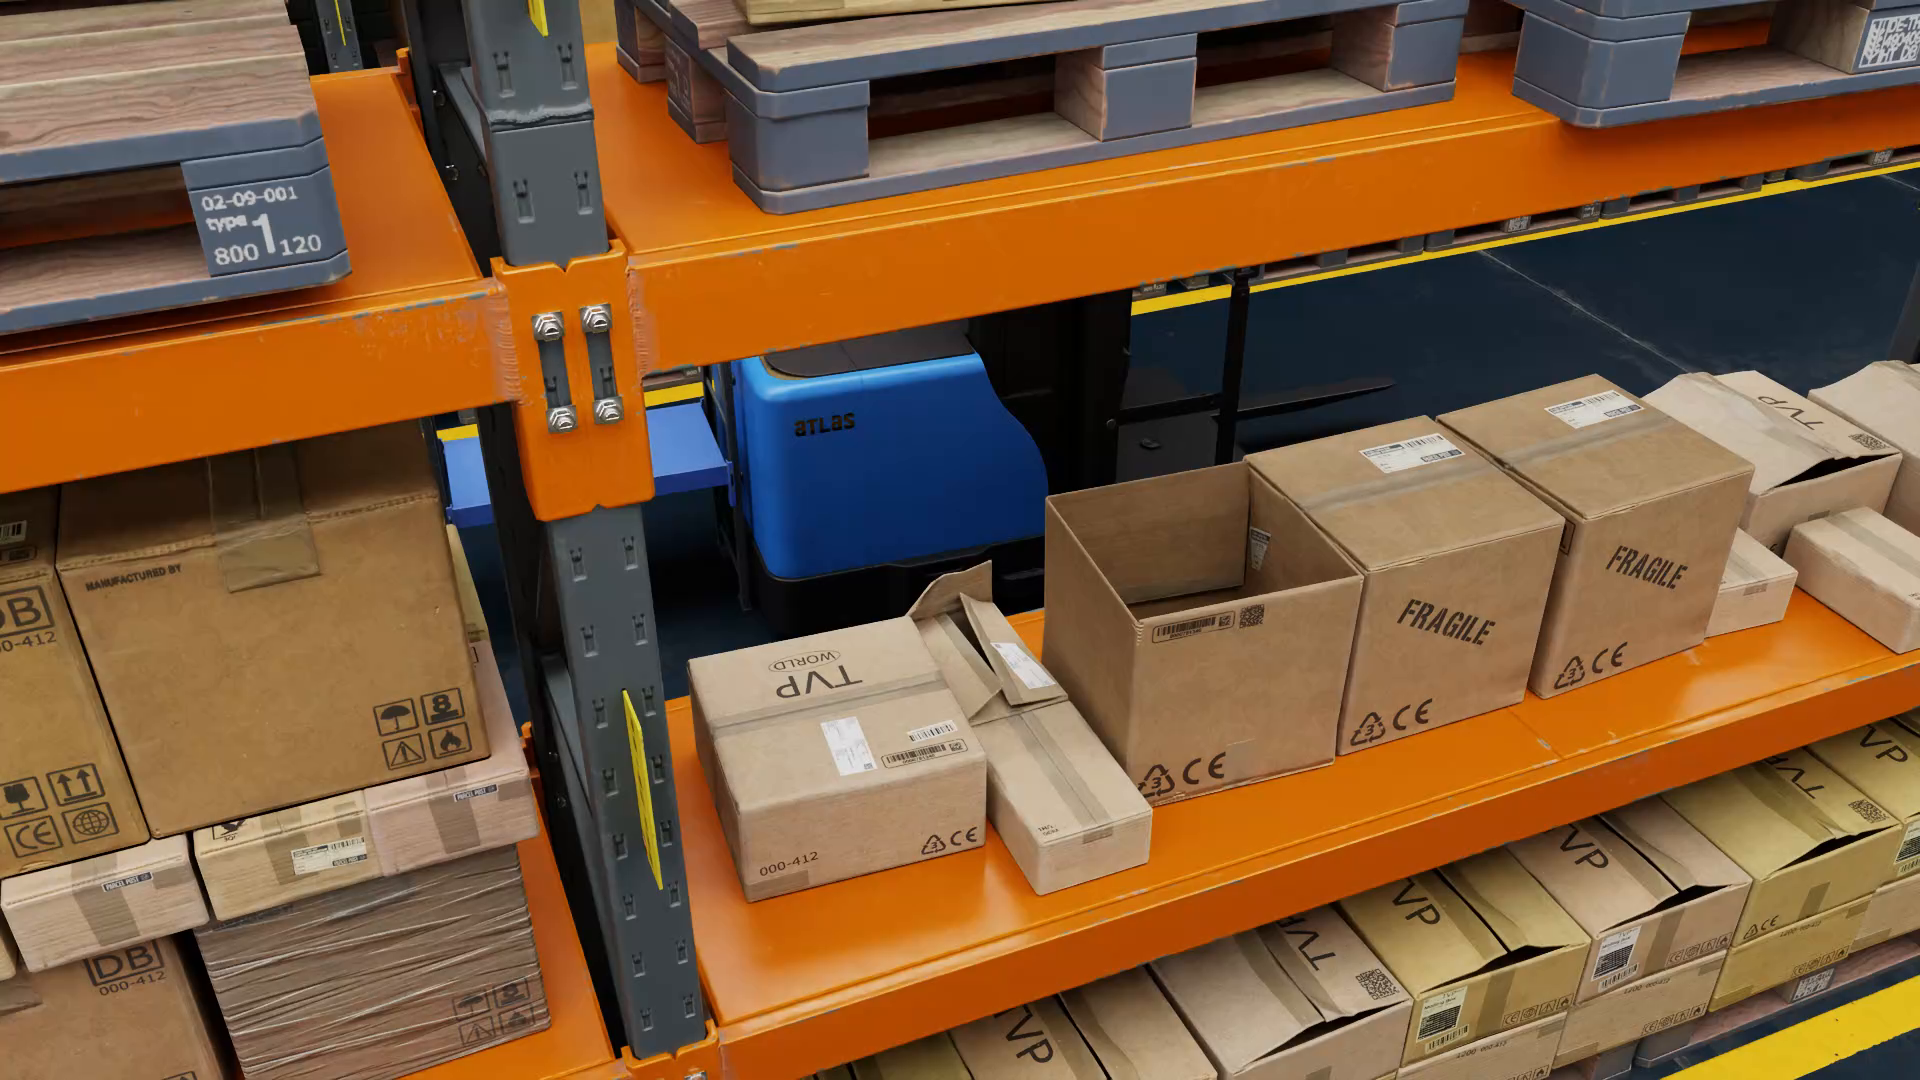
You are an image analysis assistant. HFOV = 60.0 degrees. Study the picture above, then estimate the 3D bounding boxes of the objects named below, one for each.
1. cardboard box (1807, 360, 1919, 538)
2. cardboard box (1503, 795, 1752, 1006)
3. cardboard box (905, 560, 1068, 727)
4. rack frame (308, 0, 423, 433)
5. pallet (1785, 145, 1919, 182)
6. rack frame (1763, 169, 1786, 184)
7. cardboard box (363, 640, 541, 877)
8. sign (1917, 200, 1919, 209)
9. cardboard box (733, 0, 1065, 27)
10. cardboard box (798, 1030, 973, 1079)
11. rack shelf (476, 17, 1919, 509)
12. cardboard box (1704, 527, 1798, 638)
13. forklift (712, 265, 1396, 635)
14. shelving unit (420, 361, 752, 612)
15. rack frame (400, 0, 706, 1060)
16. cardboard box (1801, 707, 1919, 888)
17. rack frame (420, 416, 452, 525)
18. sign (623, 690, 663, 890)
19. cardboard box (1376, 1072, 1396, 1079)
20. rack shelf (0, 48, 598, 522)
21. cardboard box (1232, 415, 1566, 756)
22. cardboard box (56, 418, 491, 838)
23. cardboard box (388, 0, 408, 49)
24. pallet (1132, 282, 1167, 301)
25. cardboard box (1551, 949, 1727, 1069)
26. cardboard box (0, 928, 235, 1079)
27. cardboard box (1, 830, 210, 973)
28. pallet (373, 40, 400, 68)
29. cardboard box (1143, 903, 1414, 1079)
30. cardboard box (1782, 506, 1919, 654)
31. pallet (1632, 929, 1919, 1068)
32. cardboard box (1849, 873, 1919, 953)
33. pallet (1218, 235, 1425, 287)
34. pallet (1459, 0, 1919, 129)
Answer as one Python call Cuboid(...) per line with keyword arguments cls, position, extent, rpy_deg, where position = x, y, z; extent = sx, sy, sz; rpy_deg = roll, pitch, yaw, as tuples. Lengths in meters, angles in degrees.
Cuboid(cls="cardboard box", position=(2.635, -0.250, 4.465), extent=(0.500, 0.311, 0.500), rpy_deg=(-11, 35, -16))
Cuboid(cls="cardboard box", position=(1.657, 0.852, 4.312), extent=(0.500, 0.311, 0.500), rpy_deg=(-13, 35, -19))
Cuboid(cls="cardboard box", position=(0.039, 0.281, 3.691), extent=(0.258, 0.266, 0.396), rpy_deg=(-14, 35, -20))
Cuboid(cls="rack frame", position=(-2.622, -1.988, 7.054), extent=(0.127, 3.000, 1.000), rpy_deg=(-13, 35, -19))
Cuboid(cls="pallet", position=(5.486, -2.629, 10.597), extent=(1.213, 0.211, 1.003), rpy_deg=(-13, 35, -19))
Cuboid(cls="rack frame", position=(4.755, -3.677, 9.650), extent=(0.127, 3.000, 1.000), rpy_deg=(-13, 35, -19))
Cuboid(cls="cardboard box", position=(-0.868, 0.354, 2.769), extent=(0.250, 0.149, 0.380), rpy_deg=(-13, 35, -19))
Cuboid(cls="sign", position=(2.769, -1.065, 4.647), extent=(0.005, 0.325, 0.100), rpy_deg=(-13, 35, -19))
Cuboid(cls="cardboard box", position=(-0.129, -0.993, 2.528), extent=(0.500, 0.250, 0.500), rpy_deg=(-9, 34, -14))
Cuboid(cls="cardboard box", position=(-0.223, 1.282, 3.651), extent=(0.500, 0.311, 0.500), rpy_deg=(-13, 35, -19))
Cuboid(cls="rack shelf", position=(1.144, -0.875, 3.254), extent=(4.000, 0.370, 1.077), rpy_deg=(-13, 35, -19))
Cuboid(cls="cardboard box", position=(1.834, 0.061, 4.136), extent=(0.250, 0.149, 0.380), rpy_deg=(-10, 34, -15))
Cuboid(cls="forklift", position=(0.597, -1.337, 6.117), extent=(3.031, 2.935, 1.130), rpy_deg=(-10, 34, -15))
Cuboid(cls="shelving unit", position=(-1.370, -0.399, 5.988), extent=(1.048, 1.500, 0.538), rpy_deg=(-10, 34, -15))
Cuboid(cls="rack frame", position=(-0.701, 0.503, 3.227), extent=(0.127, 3.000, 1.000), rpy_deg=(-13, 35, -19))
Cuboid(cls="cardboard box", position=(2.600, 0.634, 4.647), extent=(0.500, 0.311, 0.500), rpy_deg=(-12, 35, -18))
Cuboid(cls="rack frame", position=(-1.852, -0.312, 5.854), extent=(0.032, 1.500, 0.500), rpy_deg=(-10, 34, -15))
Cuboid(cls="sign", position=(-0.484, 0.385, 2.541), extent=(0.005, 0.325, 0.100), rpy_deg=(-13, 35, -19))
Cuboid(cls="cardboard box", position=(0.716, 1.300, 4.137), extent=(0.500, 0.250, 0.500), rpy_deg=(-14, 36, -20))
Cuboid(cls="rack shelf", position=(-2.545, -0.031, 1.956), extent=(4.000, 0.370, 1.077), rpy_deg=(-13, 35, -19))
Cuboid(cls="cardboard box", position=(0.961, 0.090, 3.770), extent=(0.500, 0.500, 0.500), rpy_deg=(-13, 35, -19))
Cuboid(cls="cardboard box", position=(-1.107, 0.014, 2.697), extent=(0.500, 0.500, 0.700), rpy_deg=(-13, 35, -19))
Cuboid(cls="cardboard box", position=(-2.139, -2.304, 7.046), extent=(0.500, 0.500, 0.700), rpy_deg=(-13, 35, -19))
Cuboid(cls="pallet", position=(0.345, -1.499, 8.860), extent=(1.213, 0.211, 1.003), rpy_deg=(-13, 35, -19))
Cuboid(cls="cardboard box", position=(1.658, 1.084, 4.470), extent=(0.500, 0.250, 0.500), rpy_deg=(-12, 35, -18))
Cuboid(cls="cardboard box", position=(-1.591, 0.672, 2.875), extent=(0.500, 0.500, 0.700), rpy_deg=(-13, 35, -19))
Cuboid(cls="cardboard box", position=(-1.338, 0.462, 2.604), extent=(0.250, 0.149, 0.380), rpy_deg=(-14, 36, -20))
Cuboid(cls="pallet", position=(-1.861, -1.995, 7.242), extent=(1.213, 0.211, 1.003), rpy_deg=(-13, 35, -19))
Cuboid(cls="cardboard box", position=(0.717, 1.069, 3.978), extent=(0.500, 0.311, 0.500), rpy_deg=(-14, 36, -20))
Cuboid(cls="cardboard box", position=(2.265, 0.092, 4.088), extent=(0.250, 0.149, 0.380), rpy_deg=(-13, 35, -19))
Cuboid(cls="pallet", position=(2.213, 0.981, 5.049), extent=(1.213, 0.211, 1.003), rpy_deg=(-13, 35, -19))
Cuboid(cls="cardboard box", position=(2.597, 0.868, 4.801), extent=(0.500, 0.250, 0.500), rpy_deg=(-12, 35, -18))
Cuboid(cls="pallet", position=(1.823, -1.792, 9.310), extent=(1.213, 0.211, 1.003), rpy_deg=(-13, 35, -19))
Cuboid(cls="pallet", position=(1.367, -1.094, 3.104), extent=(1.213, 0.211, 1.003), rpy_deg=(-11, 35, -17))
